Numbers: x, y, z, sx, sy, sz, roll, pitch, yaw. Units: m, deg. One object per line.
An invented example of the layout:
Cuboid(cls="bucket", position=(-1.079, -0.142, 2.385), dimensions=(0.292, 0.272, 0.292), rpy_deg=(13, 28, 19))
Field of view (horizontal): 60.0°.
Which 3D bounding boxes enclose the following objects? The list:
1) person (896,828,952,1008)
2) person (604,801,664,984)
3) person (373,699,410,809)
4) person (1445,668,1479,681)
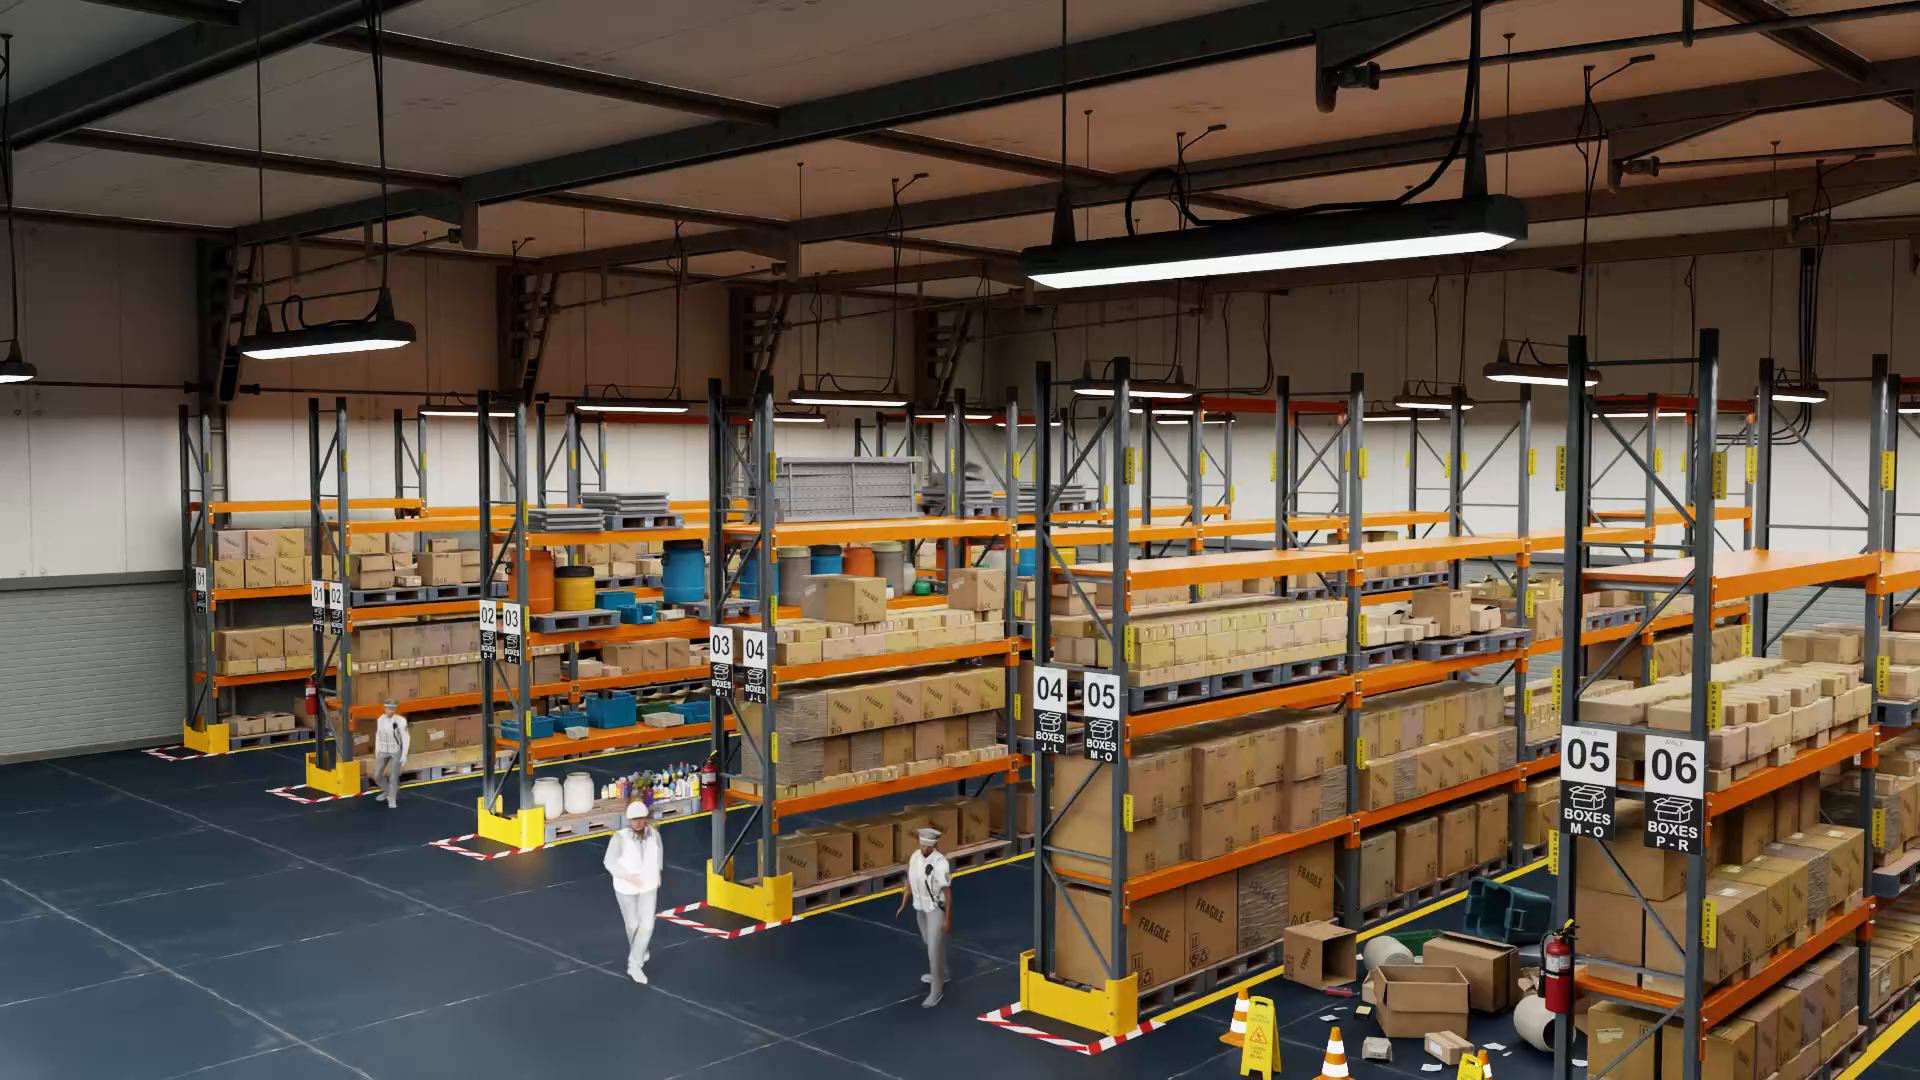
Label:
Cuboid(cls="person", position=(-0.270, 3.527, 15.838), dimensions=(0.643, 1.649, 0.605), rpy_deg=(-3, 4, -44))
Cuboid(cls="person", position=(-3.229, 3.419, 16.463), dimensions=(0.628, 1.752, 0.824), rpy_deg=(-1, 3, -20))
Cuboid(cls="person", position=(-8.257, 3.089, 24.130), dimensions=(0.633, 1.630, 0.545), rpy_deg=(0, 3, 5))
Cuboid(cls="person", position=(9.259, 2.709, 30.949), dimensions=(0.575, 1.632, 0.934), rpy_deg=(-2, 3, -29))
